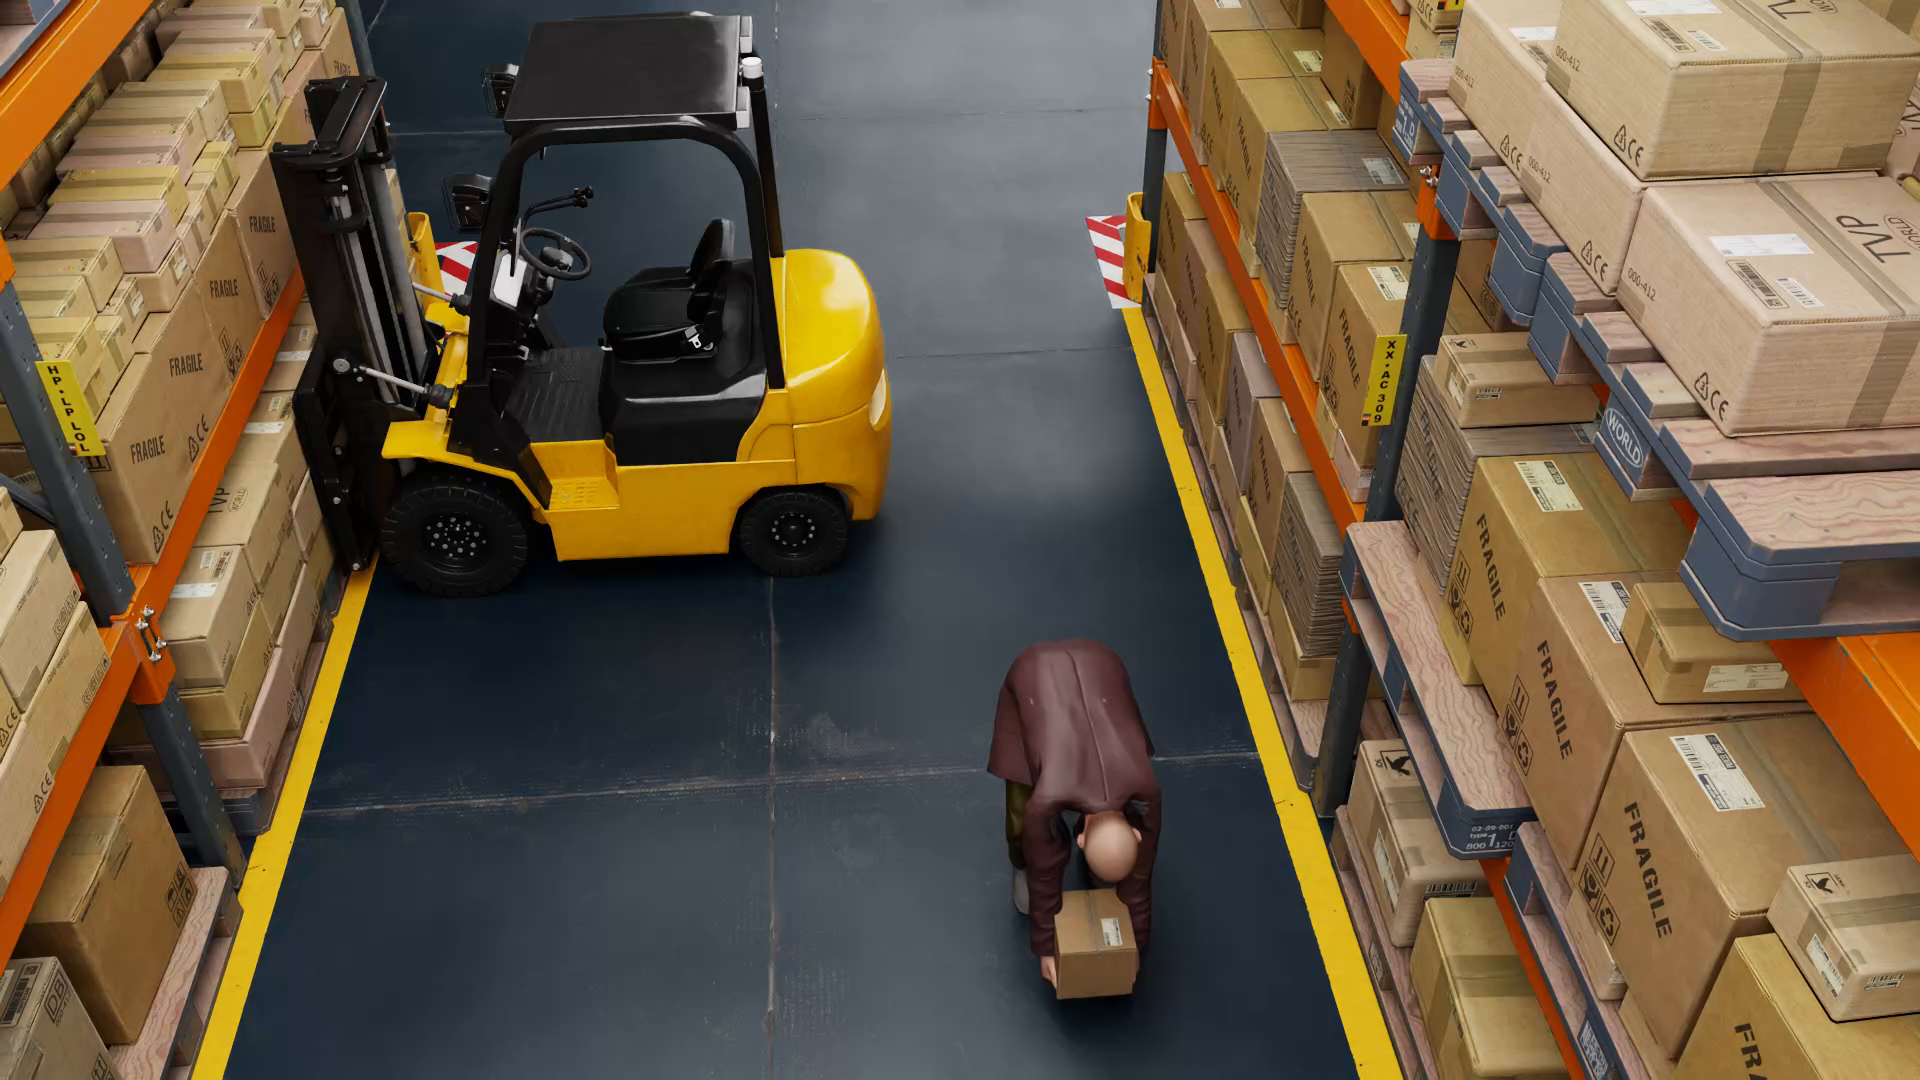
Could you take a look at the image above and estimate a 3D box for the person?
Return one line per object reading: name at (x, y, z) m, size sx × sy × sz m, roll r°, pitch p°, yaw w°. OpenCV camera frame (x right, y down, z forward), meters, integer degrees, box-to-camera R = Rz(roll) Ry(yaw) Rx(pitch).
person at (0.404, 0.929, 5.583) m, size 0.585 × 1.051 × 0.946 m, roll -6°, pitch 39°, yaw -7°
